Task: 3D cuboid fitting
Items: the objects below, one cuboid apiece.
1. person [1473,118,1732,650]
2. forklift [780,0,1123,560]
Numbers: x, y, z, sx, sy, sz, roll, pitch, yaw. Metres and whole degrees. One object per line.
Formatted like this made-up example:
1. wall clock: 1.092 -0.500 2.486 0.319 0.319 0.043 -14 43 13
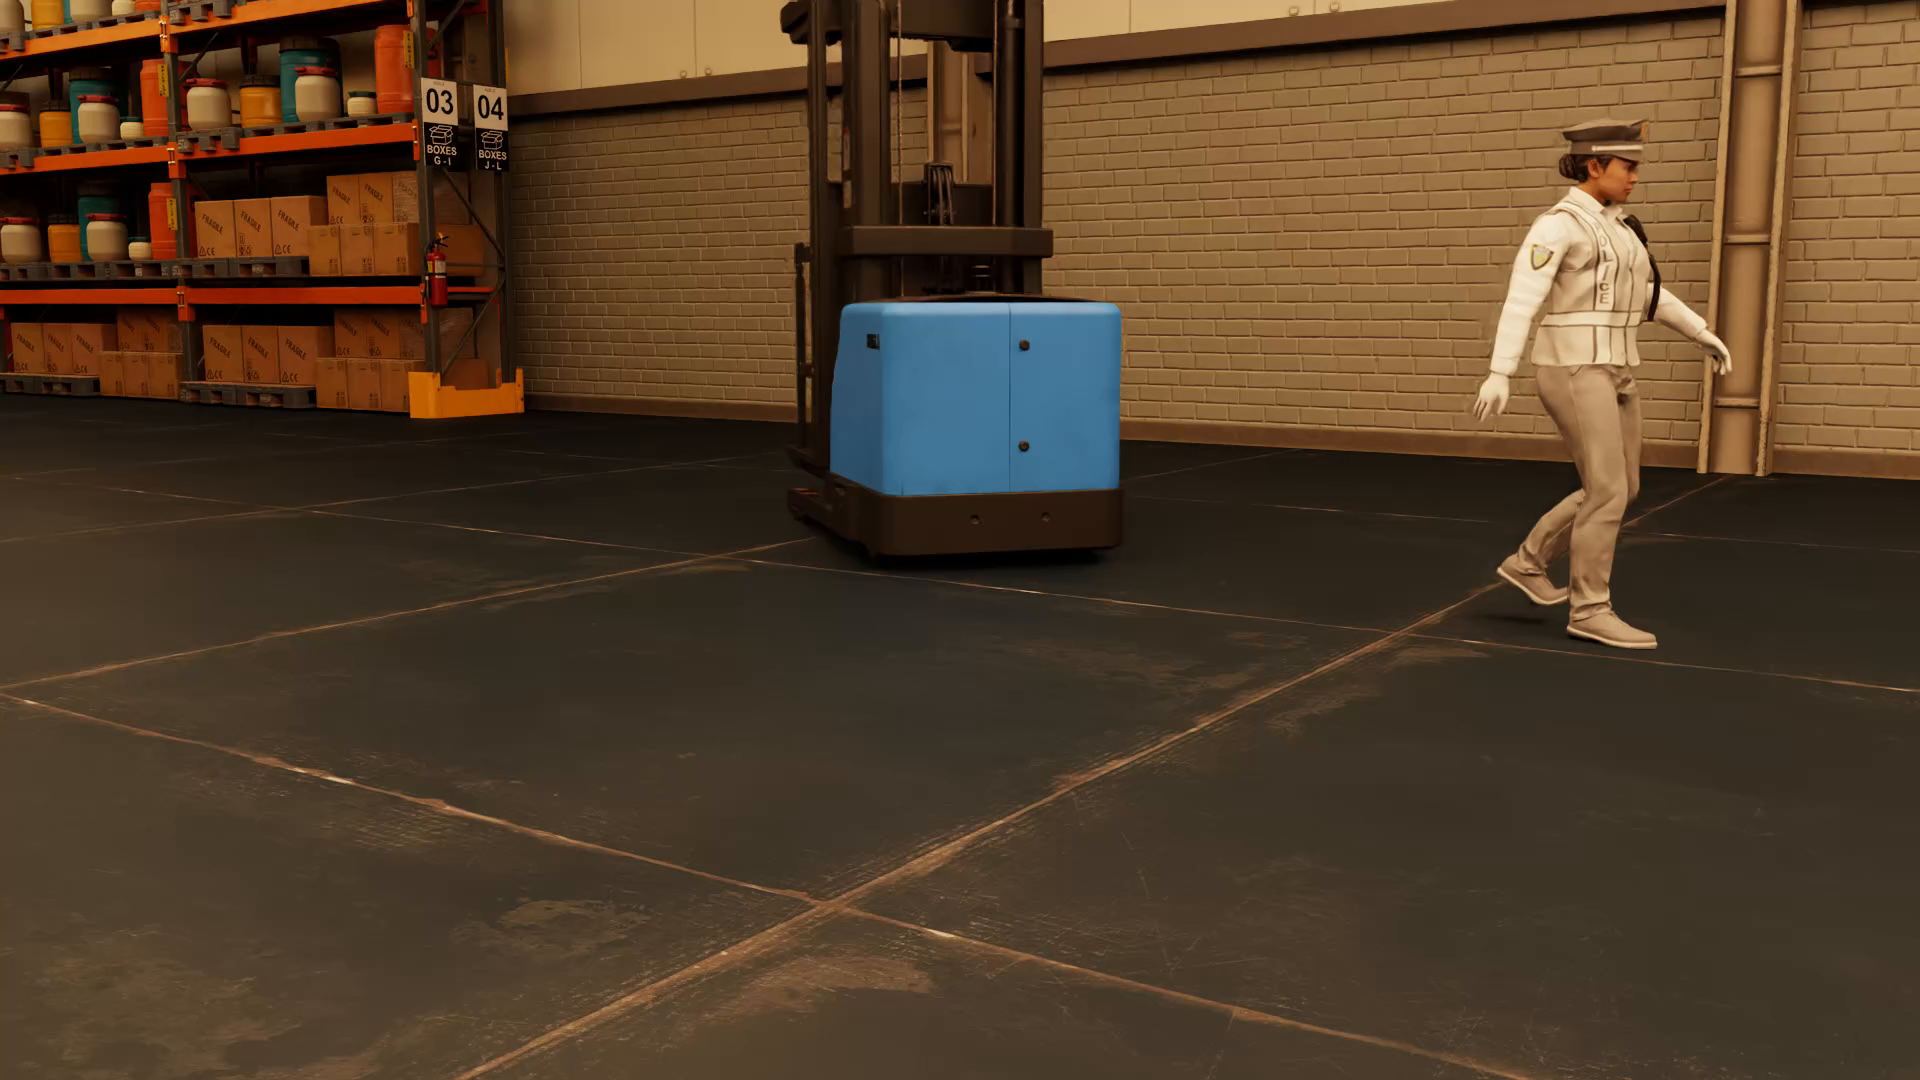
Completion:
1. person: 2.014 -0.503 5.323 0.638 1.652 0.787 7 11 42
2. forklift: -0.235 -1.538 8.005 1.130 2.935 3.031 -2 8 -17
